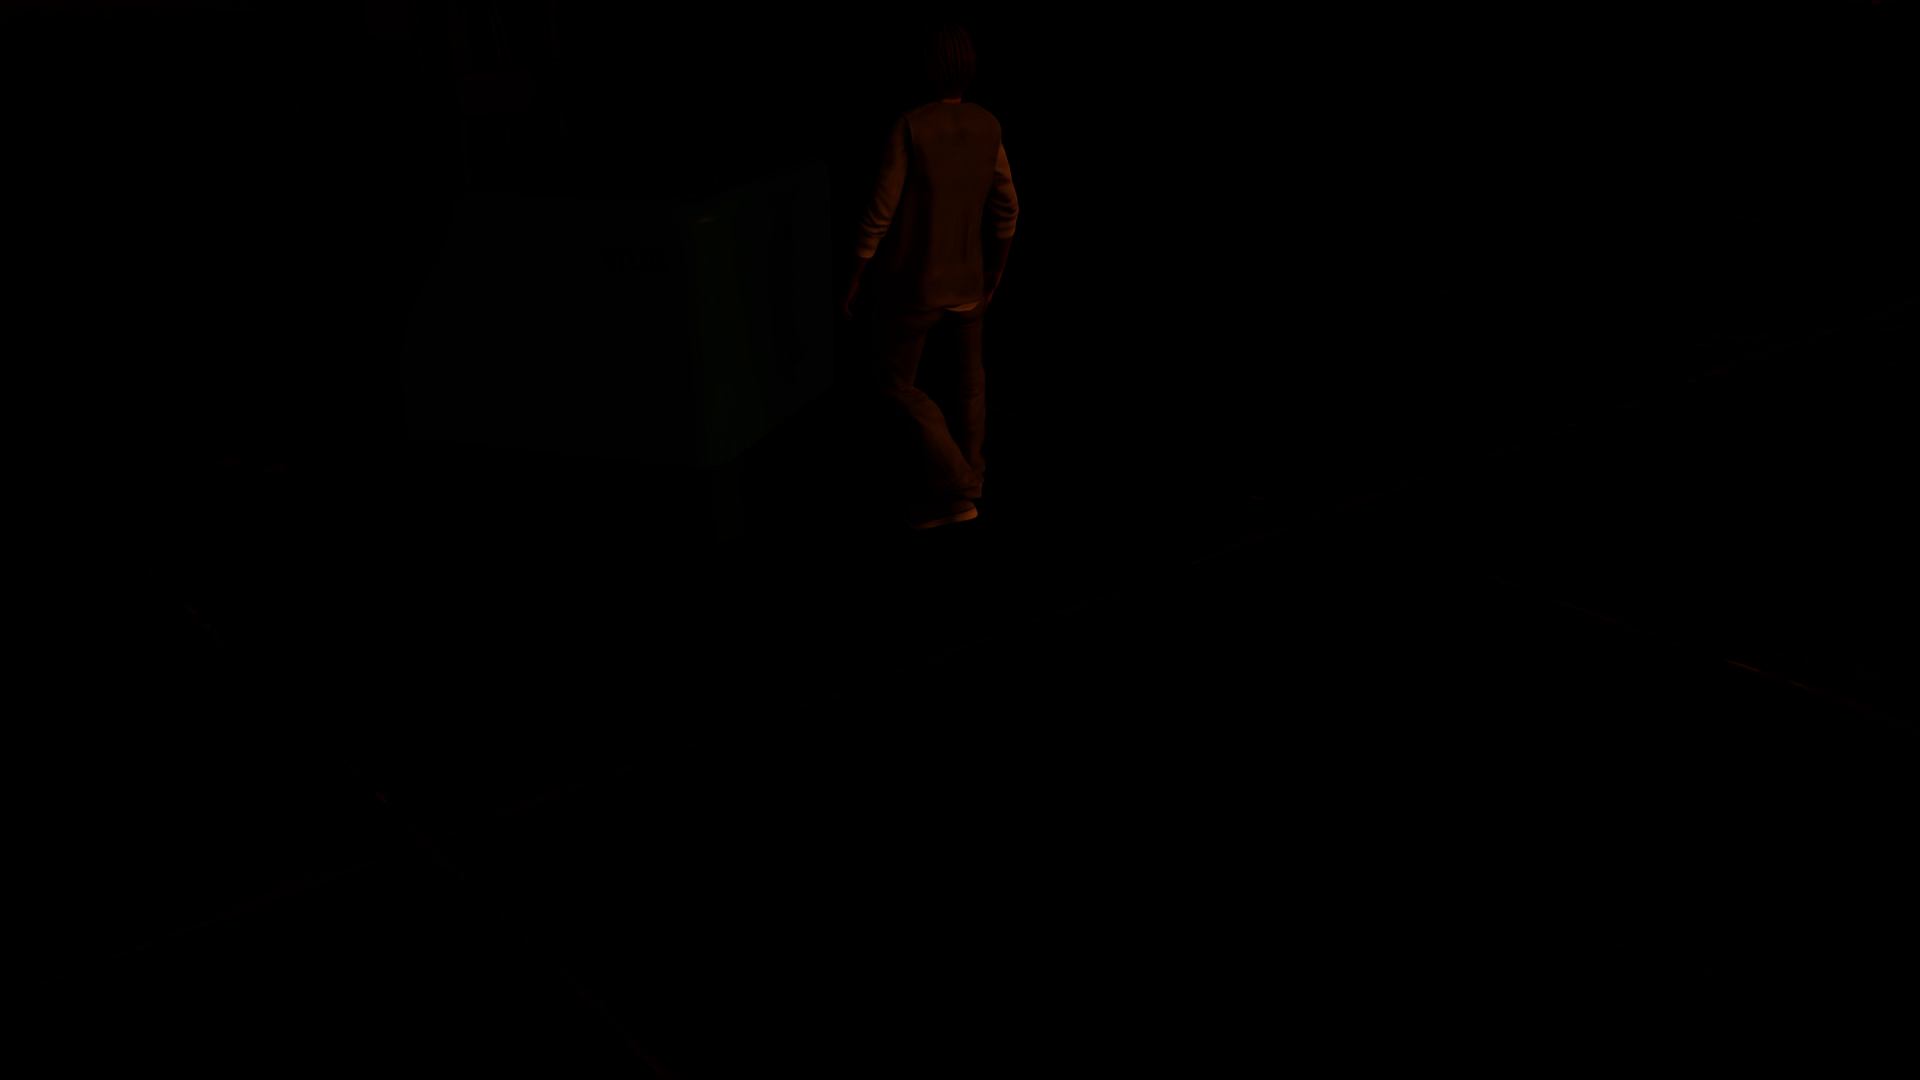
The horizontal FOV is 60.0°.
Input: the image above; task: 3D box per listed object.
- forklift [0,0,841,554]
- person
[{"bbox_3d":[-1.991,-1.619,5.293,3.031,2.935,1.130,7,23,16],"label":"forklift"},{"bbox_3d":[-0.125,-0.804,5.110,0.565,1.553,0.558,-13,25,-29],"label":"person"}]
